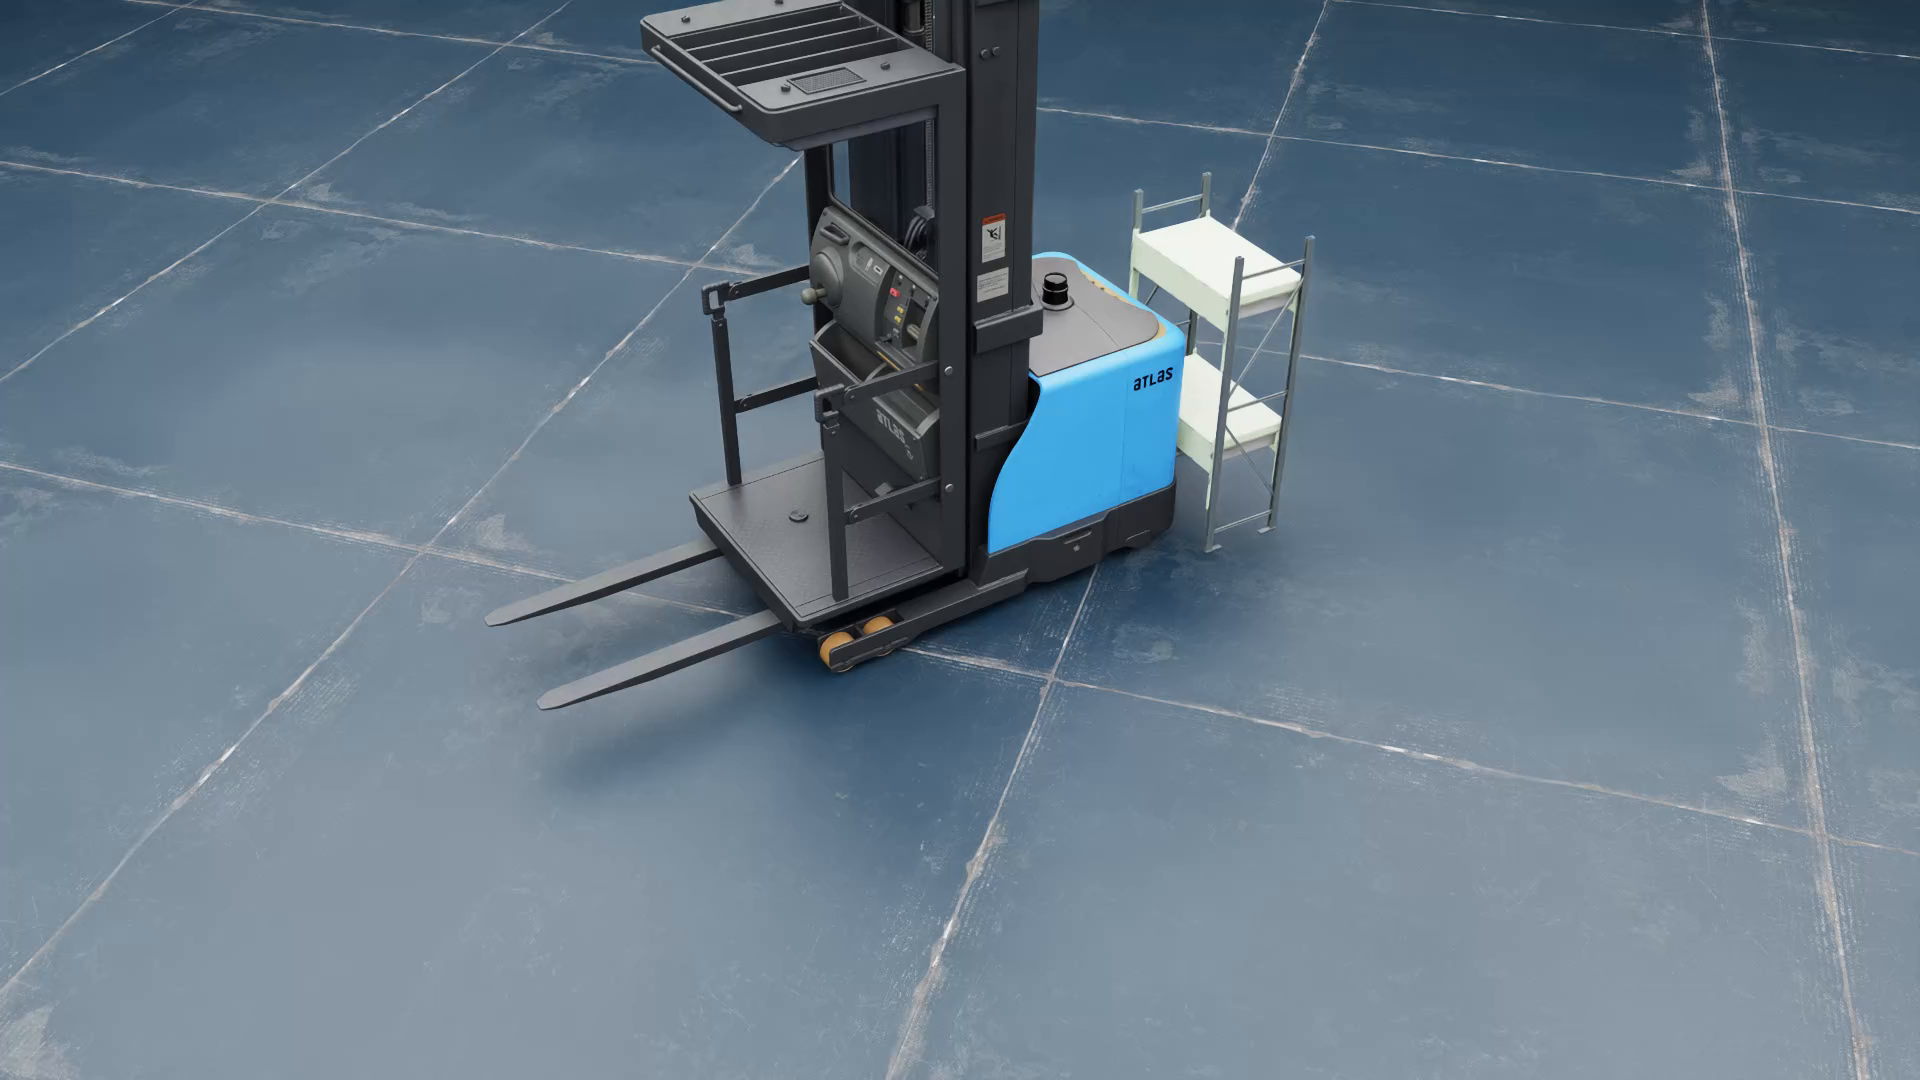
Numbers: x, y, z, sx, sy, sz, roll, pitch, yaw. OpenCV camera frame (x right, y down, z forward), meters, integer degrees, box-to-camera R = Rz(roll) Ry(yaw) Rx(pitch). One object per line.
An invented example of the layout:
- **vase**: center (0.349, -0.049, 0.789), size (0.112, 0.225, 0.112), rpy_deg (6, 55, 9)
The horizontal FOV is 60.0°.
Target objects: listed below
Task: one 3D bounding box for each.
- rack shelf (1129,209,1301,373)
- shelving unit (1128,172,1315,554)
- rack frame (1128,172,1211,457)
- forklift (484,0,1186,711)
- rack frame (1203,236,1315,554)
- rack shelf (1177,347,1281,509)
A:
- **rack shelf**: center (1.125, -1.108, 7.332), size (0.431, 0.370, 0.720), rpy_deg (-18, 40, -23)
- **shelving unit**: center (1.125, -0.794, 7.563), size (0.431, 1.500, 0.755), rpy_deg (-18, 40, -23)
- **rack frame**: center (0.946, -0.983, 7.821), size (0.400, 1.500, 0.023), rpy_deg (-18, 40, -23)
- **forklift**: center (-0.529, -0.984, 6.614), size (3.031, 2.935, 1.130), rpy_deg (-20, 41, -25)
- **rack frame**: center (1.303, -0.604, 7.306), size (0.400, 1.500, 0.023), rpy_deg (-18, 40, -23)
- **rack shelf**: center (1.125, -0.531, 7.757), size (0.431, 0.370, 0.720), rpy_deg (-18, 40, -23)
